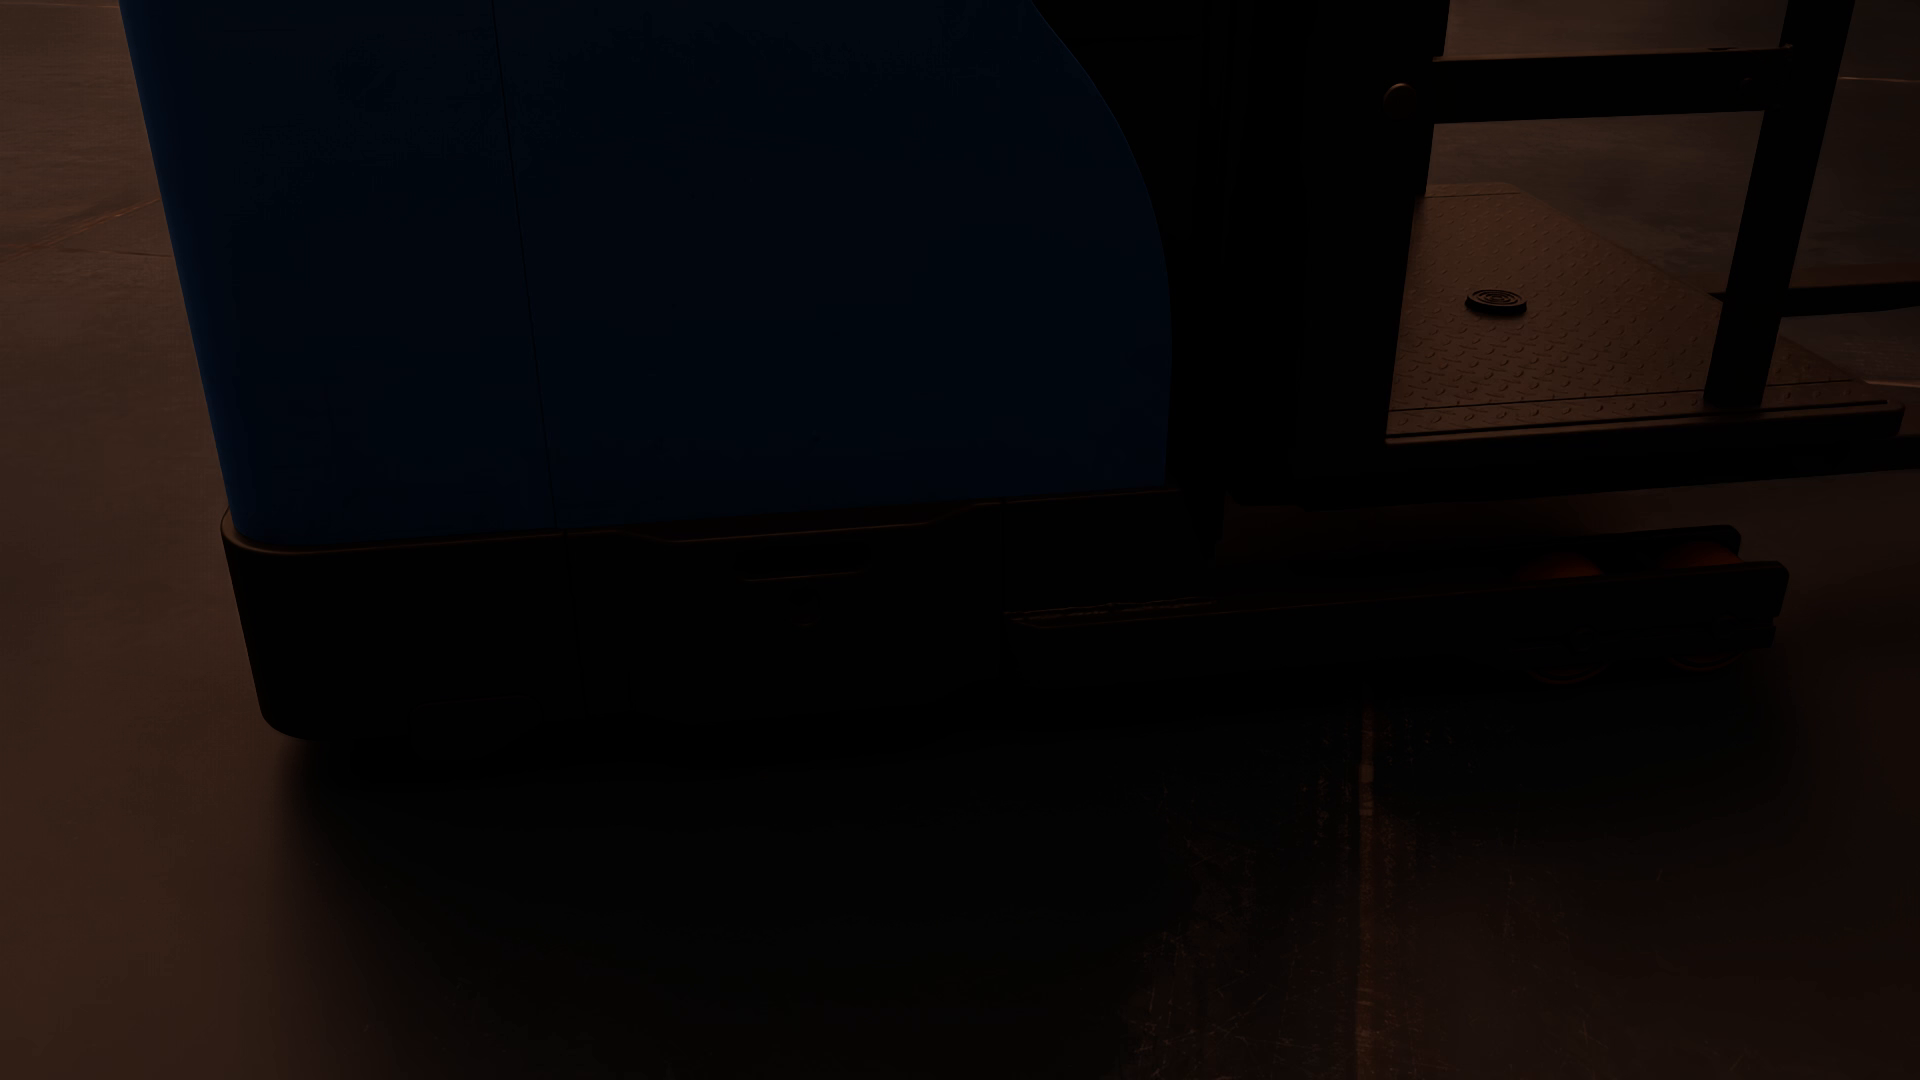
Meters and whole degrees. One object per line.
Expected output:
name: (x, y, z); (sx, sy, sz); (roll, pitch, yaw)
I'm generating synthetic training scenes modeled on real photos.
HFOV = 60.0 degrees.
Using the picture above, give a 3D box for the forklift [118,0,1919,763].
forklift: (0.600, -1.354, 1.930); (3.031, 2.935, 1.130); (-4, 27, -9)
